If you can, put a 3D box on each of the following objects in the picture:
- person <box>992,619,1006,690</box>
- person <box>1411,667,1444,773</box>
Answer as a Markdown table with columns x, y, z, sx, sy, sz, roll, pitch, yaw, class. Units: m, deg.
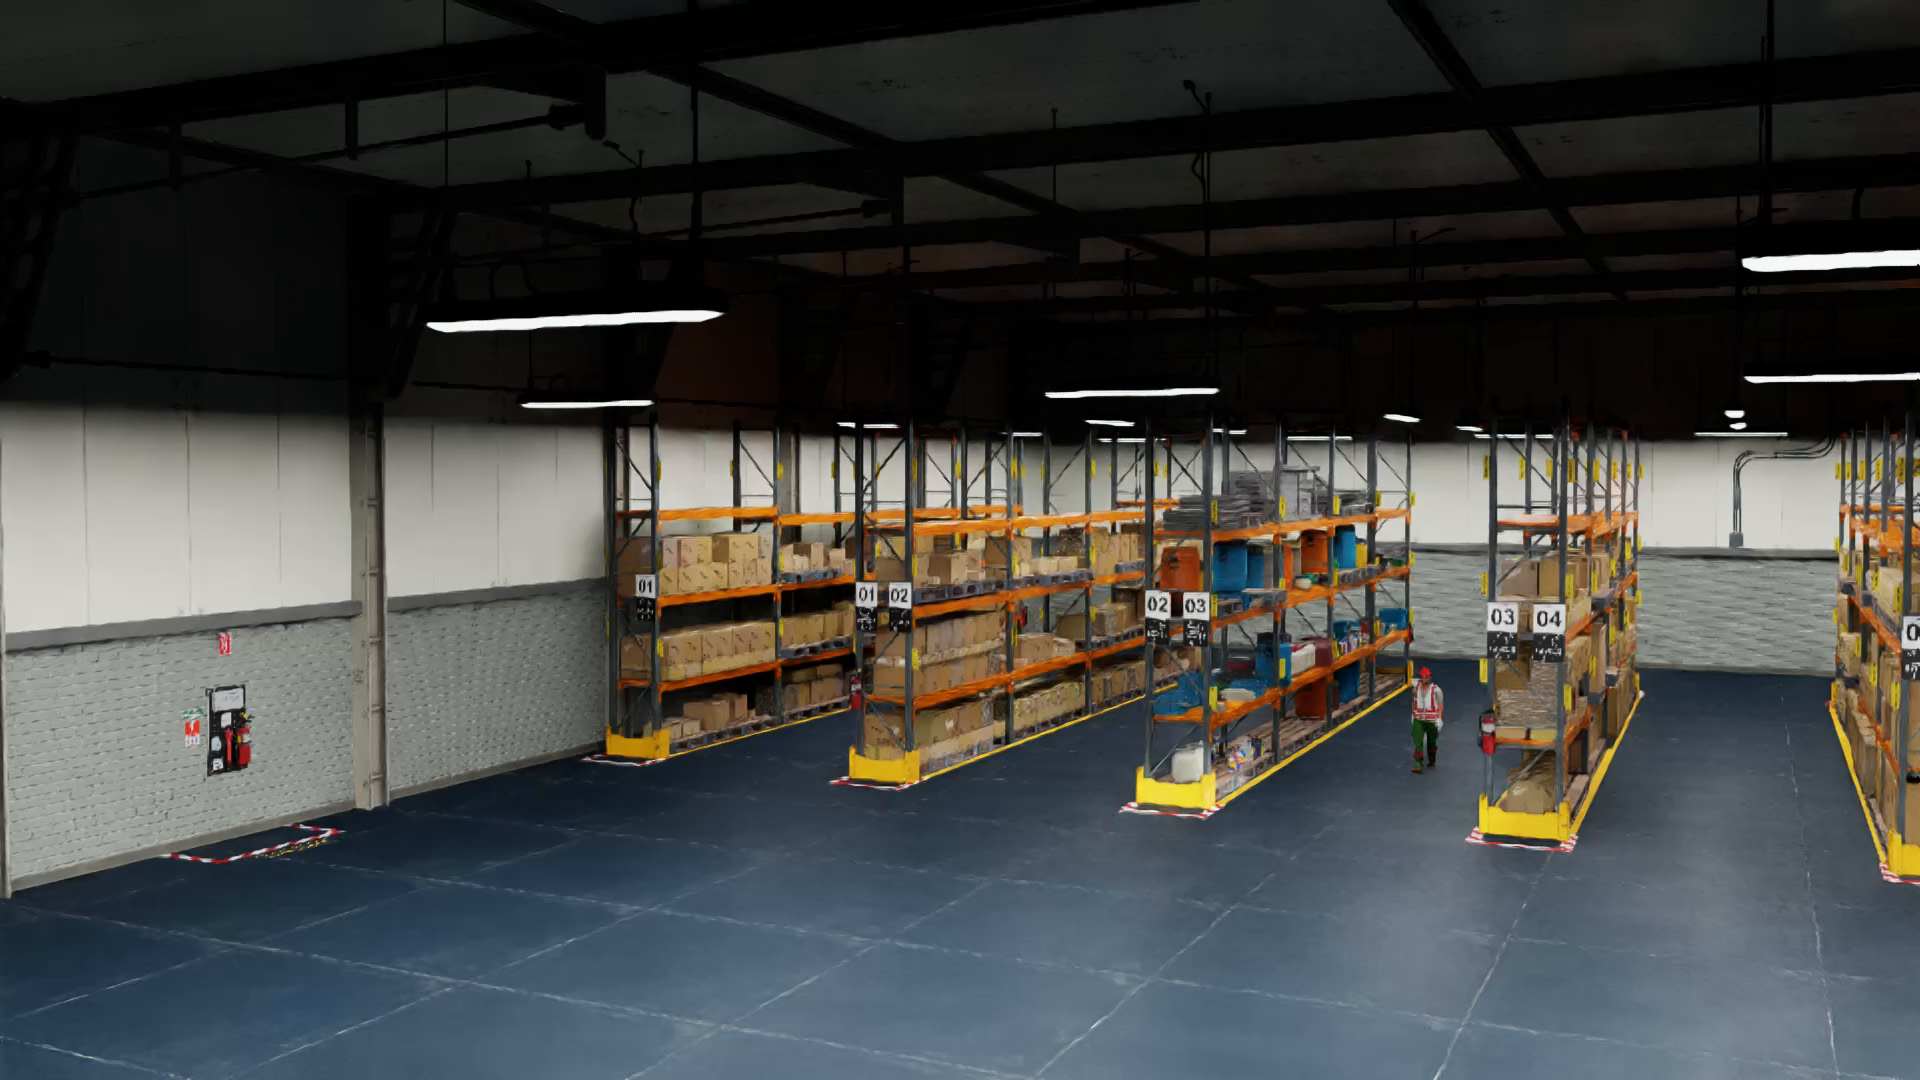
| x | y | z | sx | sy | sz | roll | pitch | yaw | class |
| --- | --- | --- | --- | --- | --- | --- | --- | --- | --- |
| 0.934 | 2.594 | 36.973 | 0.454 | 1.679 | 0.538 | 0 | 2 | -1 | person |
| 7.741 | 2.971 | 27.594 | 0.565 | 1.736 | 1.045 | 1 | 3 | 24 | person |
